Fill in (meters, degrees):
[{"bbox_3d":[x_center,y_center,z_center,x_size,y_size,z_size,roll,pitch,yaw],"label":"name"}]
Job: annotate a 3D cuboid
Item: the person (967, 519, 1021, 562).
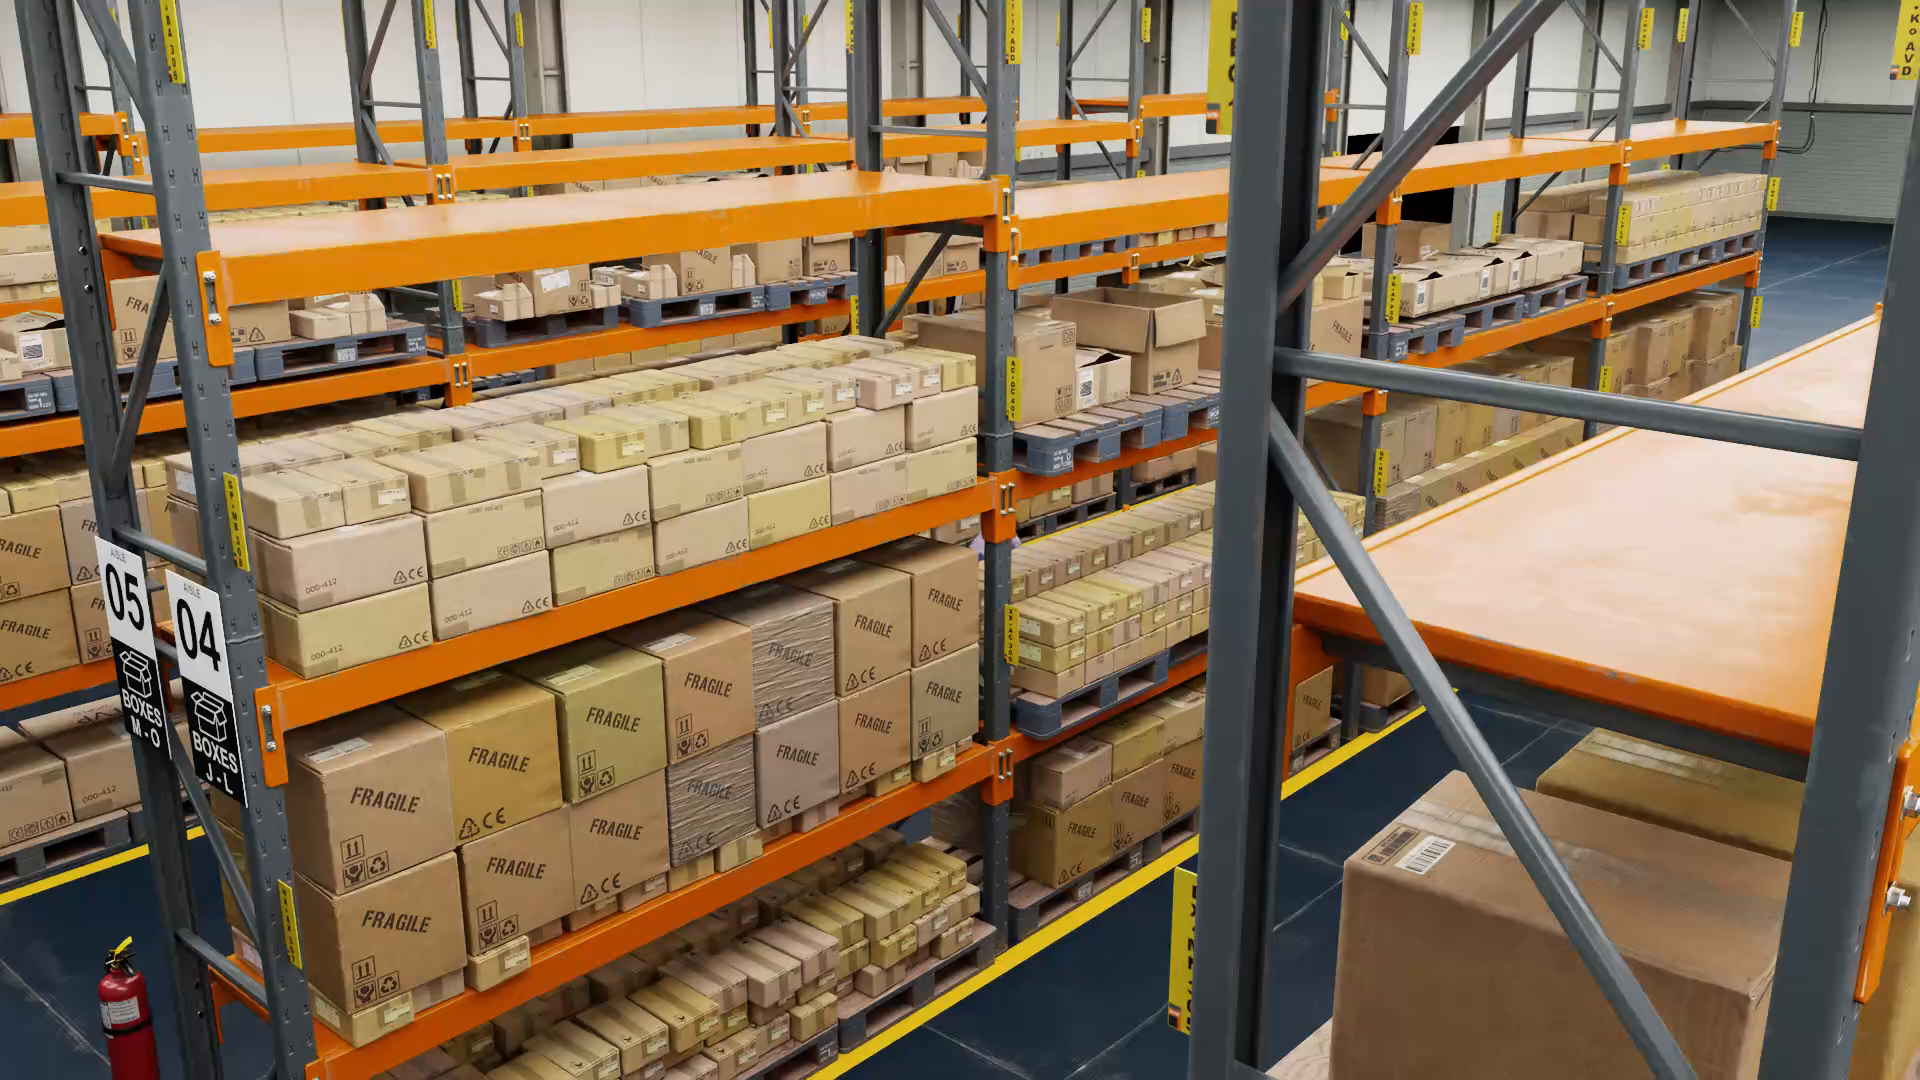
[{"bbox_3d":[0.292,0.245,15.054,0.507,0.786,0.864,13,21,36],"label":"person"}]
